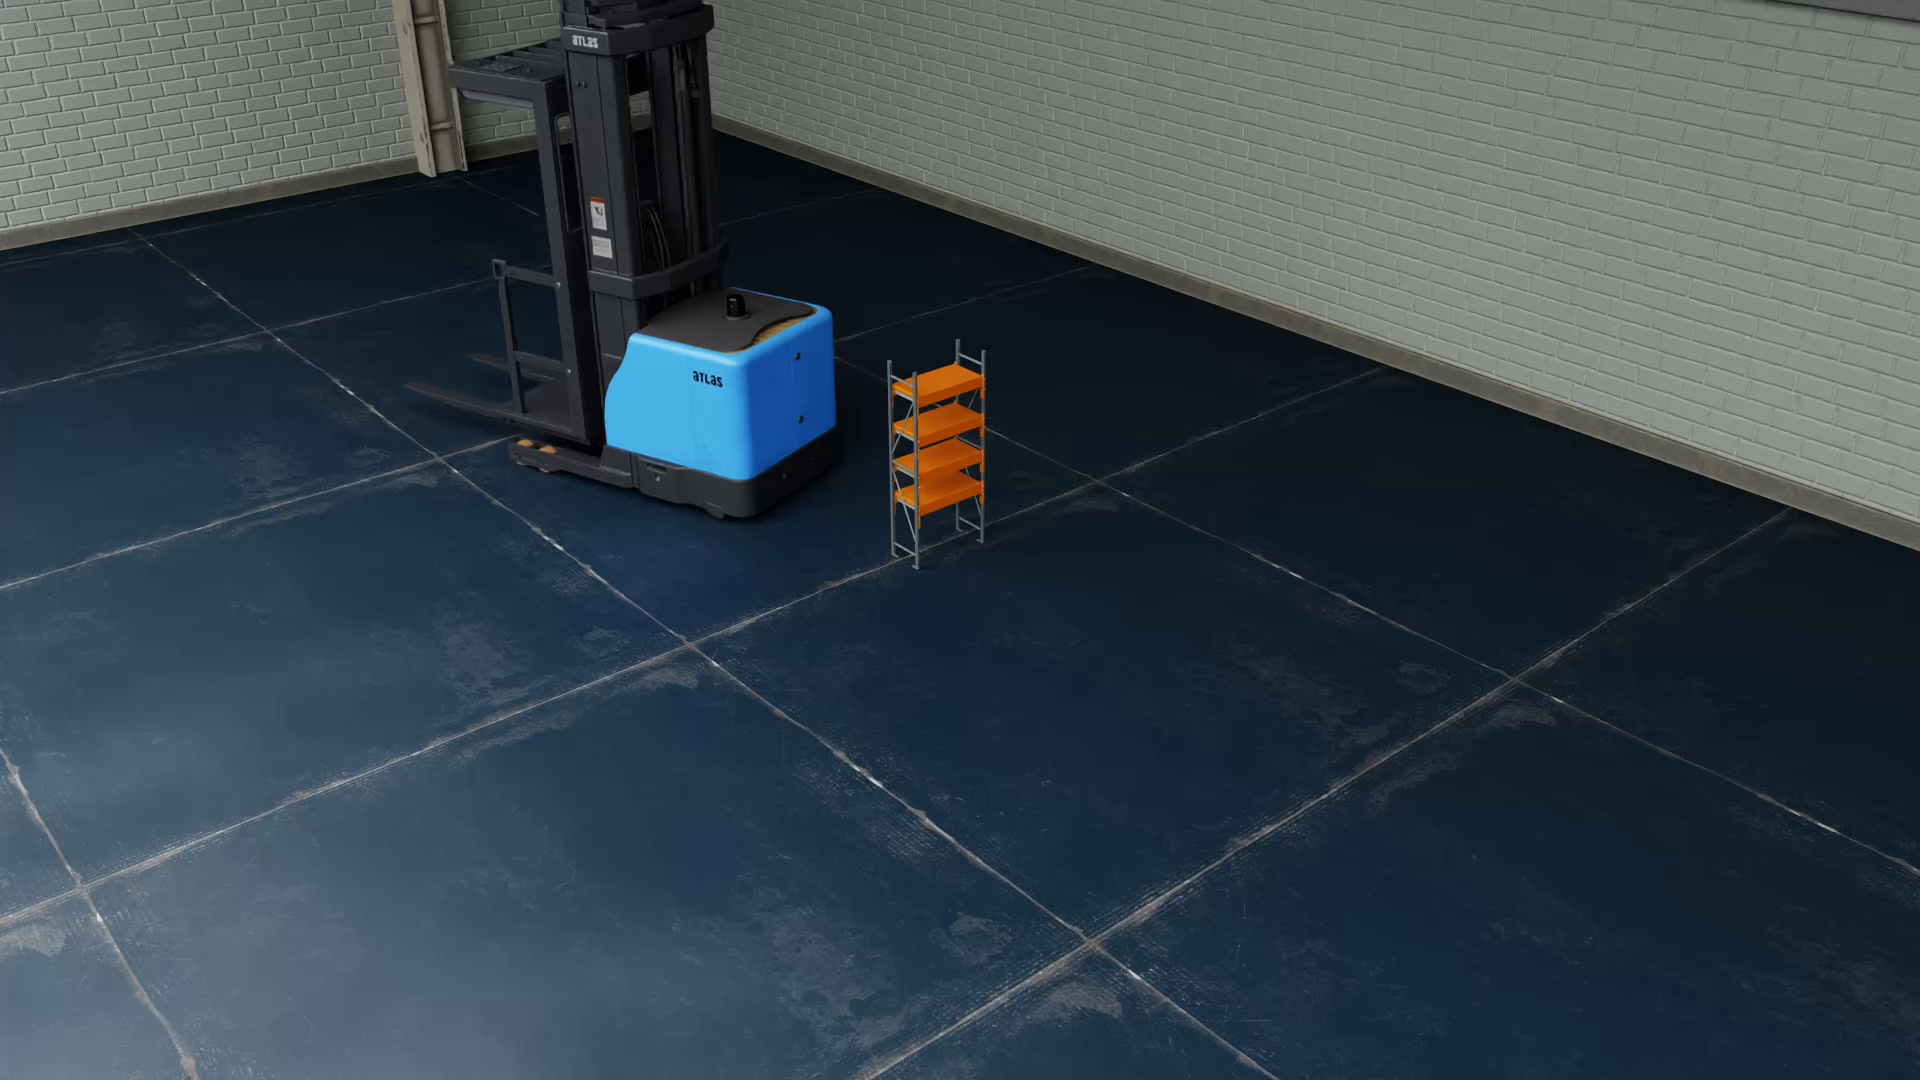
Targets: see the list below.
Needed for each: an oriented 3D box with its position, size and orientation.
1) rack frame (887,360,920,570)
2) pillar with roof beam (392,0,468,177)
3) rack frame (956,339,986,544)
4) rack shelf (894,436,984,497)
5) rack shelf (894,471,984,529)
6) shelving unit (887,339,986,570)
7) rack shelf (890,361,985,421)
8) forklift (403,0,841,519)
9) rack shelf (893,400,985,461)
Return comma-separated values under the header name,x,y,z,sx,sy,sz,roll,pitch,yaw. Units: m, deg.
name,x,y,z,sx,sy,sz,roll,pitch,yaw
rack frame,-0.312,-0.404,9.233,0.015,1.200,0.240,-22,35,-35
pillar with roof beam,-2.393,-6.136,11.684,0.400,9.000,9.100,-22,35,-35
rack frame,0.060,-0.553,9.512,0.015,1.200,0.240,-22,35,-35
rack shelf,-0.126,-0.419,9.404,0.480,0.148,0.258,-22,35,-35
rack shelf,-0.126,-0.244,9.498,0.480,0.148,0.258,-22,35,-35
shelving unit,-0.126,-0.479,9.372,0.503,1.200,0.258,-22,35,-35
rack shelf,-0.126,-0.825,9.187,0.480,0.148,0.258,-22,35,-35
forklift,-2.292,-1.917,10.227,3.031,2.935,1.130,15,32,26
rack shelf,-0.126,-0.616,9.299,0.480,0.148,0.258,-22,35,-35
